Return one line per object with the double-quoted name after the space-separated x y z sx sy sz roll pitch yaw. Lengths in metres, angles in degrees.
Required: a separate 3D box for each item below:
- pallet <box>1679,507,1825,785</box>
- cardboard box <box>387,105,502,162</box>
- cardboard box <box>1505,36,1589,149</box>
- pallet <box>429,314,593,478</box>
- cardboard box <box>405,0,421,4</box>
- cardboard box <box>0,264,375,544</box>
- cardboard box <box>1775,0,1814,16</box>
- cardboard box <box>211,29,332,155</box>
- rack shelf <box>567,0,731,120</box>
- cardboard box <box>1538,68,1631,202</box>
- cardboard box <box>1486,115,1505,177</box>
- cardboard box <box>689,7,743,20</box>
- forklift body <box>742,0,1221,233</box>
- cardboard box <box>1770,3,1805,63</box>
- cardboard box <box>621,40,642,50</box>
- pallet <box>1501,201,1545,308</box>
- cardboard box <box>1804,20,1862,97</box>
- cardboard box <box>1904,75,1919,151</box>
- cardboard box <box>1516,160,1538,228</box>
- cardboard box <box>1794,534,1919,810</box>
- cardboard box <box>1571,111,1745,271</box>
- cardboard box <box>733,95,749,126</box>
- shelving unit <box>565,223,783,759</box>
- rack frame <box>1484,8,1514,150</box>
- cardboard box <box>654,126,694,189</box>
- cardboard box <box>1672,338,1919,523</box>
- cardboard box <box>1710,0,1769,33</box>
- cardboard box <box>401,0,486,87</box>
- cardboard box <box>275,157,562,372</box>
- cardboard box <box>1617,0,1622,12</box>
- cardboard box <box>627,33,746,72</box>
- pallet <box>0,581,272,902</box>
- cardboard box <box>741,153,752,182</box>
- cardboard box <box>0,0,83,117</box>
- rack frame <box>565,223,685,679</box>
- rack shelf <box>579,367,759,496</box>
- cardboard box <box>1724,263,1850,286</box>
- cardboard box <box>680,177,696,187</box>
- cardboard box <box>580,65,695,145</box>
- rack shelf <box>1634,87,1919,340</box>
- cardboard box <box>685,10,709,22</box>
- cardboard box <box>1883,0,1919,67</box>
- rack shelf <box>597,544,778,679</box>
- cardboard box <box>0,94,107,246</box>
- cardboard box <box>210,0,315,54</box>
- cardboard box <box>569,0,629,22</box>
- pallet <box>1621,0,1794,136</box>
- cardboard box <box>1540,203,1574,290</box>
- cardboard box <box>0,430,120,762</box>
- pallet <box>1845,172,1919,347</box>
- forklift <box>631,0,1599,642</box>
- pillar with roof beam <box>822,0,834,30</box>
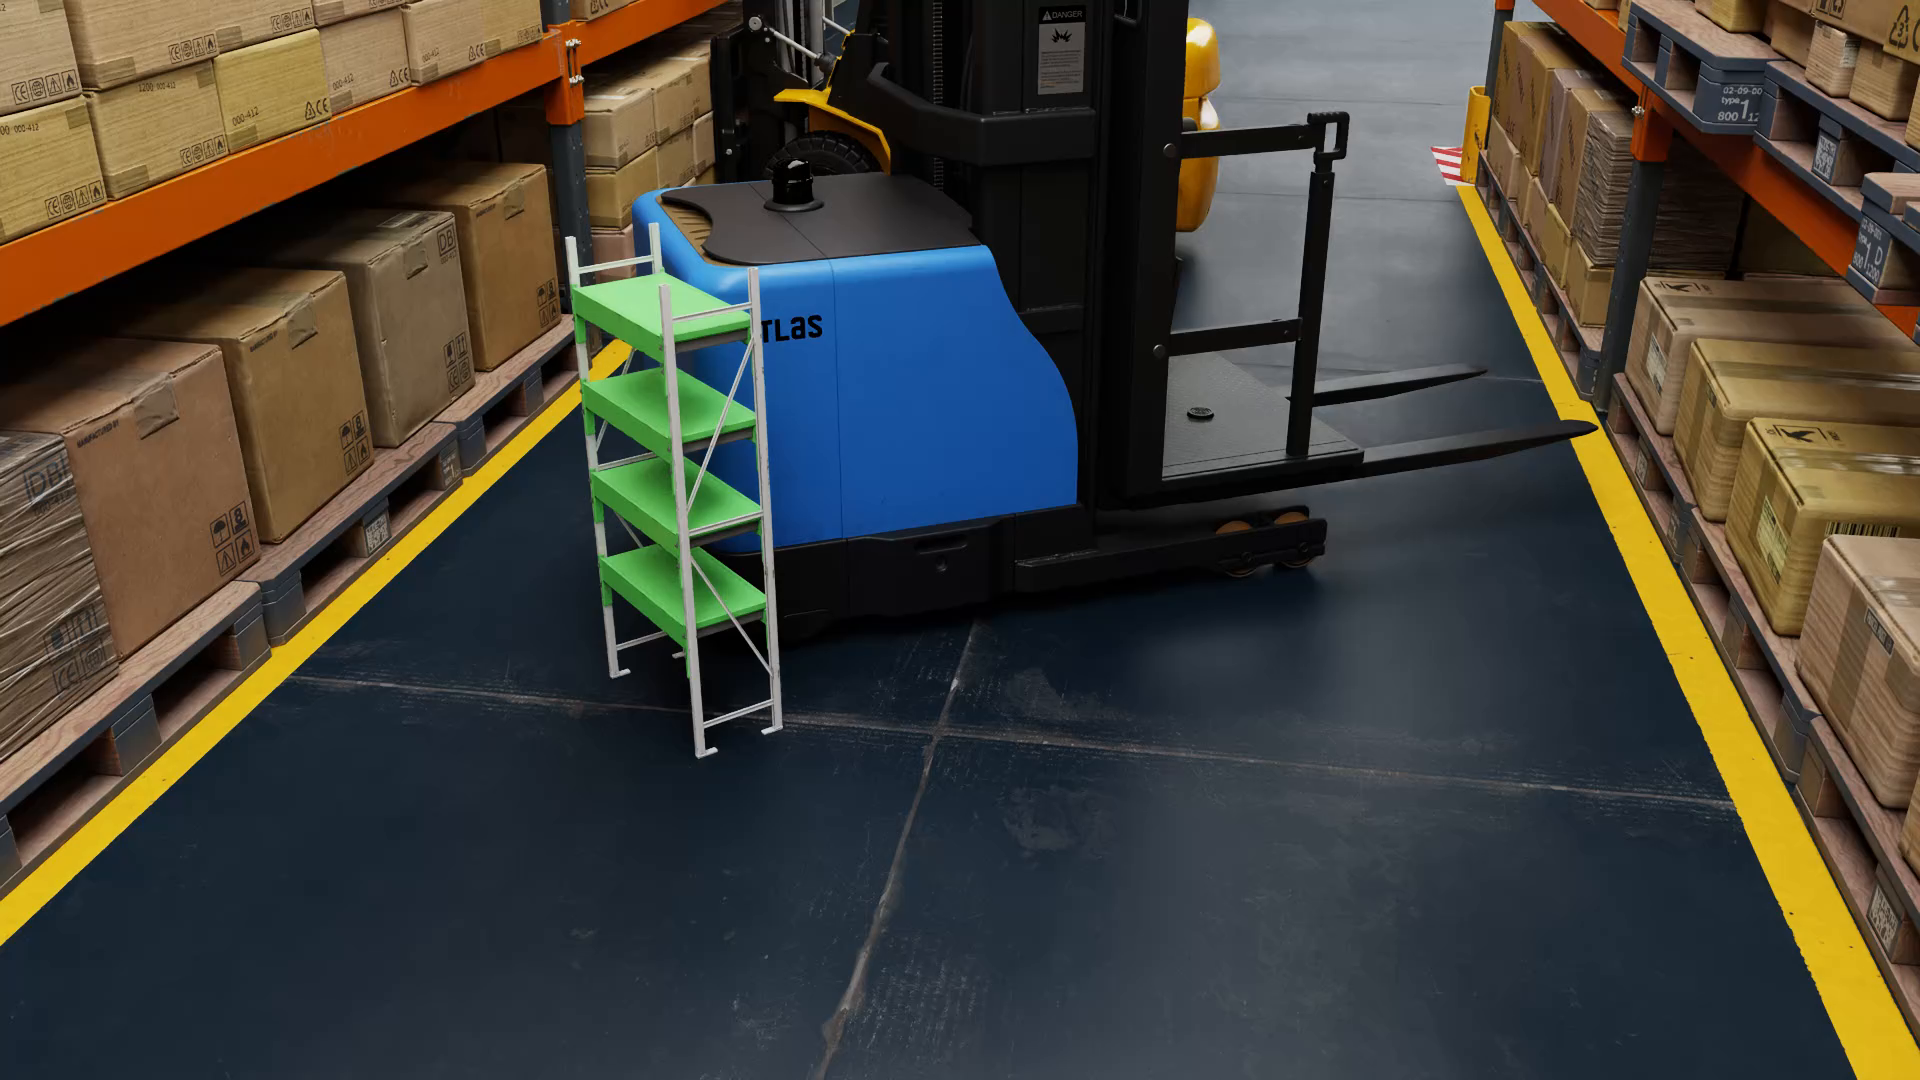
2.578 0.279 4.406 1.003 0.211 1.213 4 25 9 "pallet"
-2.107 -1.781 7.086 0.500 0.250 0.500 5 25 10 "cardboard box"
3.066 -2.232 8.344 0.500 0.500 0.500 3 25 7 "cardboard box"
-2.078 -0.590 6.262 1.003 0.211 1.213 4 25 9 "pallet"
-1.901 -1.884 5.324 0.500 0.250 0.500 3 25 7 "cardboard box"
-2.326 -0.421 4.918 0.875 0.625 0.625 3 25 6 "cardboard box"
2.366 -1.601 4.167 0.500 0.500 0.500 4 25 8 "cardboard box"
-2.086 -1.235 4.527 0.500 0.250 0.500 5 26 10 "cardboard box"
-1.669 -2.675 8.275 1.077 0.370 4.000 4 25 9 "rack shelf"
2.897 -1.799 7.418 0.500 0.500 0.500 5 26 11 "cardboard box"
3.150 -2.121 8.992 0.500 0.250 0.500 4 25 8 "cardboard box"
-1.188 -2.807 9.277 0.500 0.250 0.500 4 25 9 "cardboard box"
0.147 -2.533 8.125 2.313 2.155 1.214 4 25 9 "forklift body"
2.396 -1.357 4.411 0.380 0.149 0.250 4 25 9 "cardboard box"
-1.869 -2.416 8.441 0.500 0.250 0.500 4 25 8 "cardboard box"
3.173 -1.354 7.894 1.003 0.211 1.213 4 25 9 "pallet"
2.259 -1.146 3.961 0.380 0.149 0.250 5 26 11 "cardboard box"
2.119 -0.825 3.276 0.380 0.149 0.250 4 25 9 "cardboard box"
2.983 -1.679 8.048 0.500 0.250 0.500 6 26 12 "cardboard box"
2.462 0.306 3.662 0.950 0.372 0.625 4 25 8 "cardboard box"
2.733 -1.372 6.507 0.500 0.500 0.500 4 25 8 "cardboard box"
-1.355 -2.148 8.459 0.500 0.250 0.500 4 25 8 "cardboard box"
-0.695 -0.120 4.091 0.258 1.200 0.503 -17 30 -32 "shelving unit"
3.555 -3.495 9.178 1.000 3.000 0.127 4 25 9 "rack frame"
-1.532 -1.727 7.560 0.500 0.250 0.500 4 25 8 "cardboard box"
2.704 -0.301 4.960 0.950 0.372 0.625 6 26 12 "cardboard box"
2.450 -1.585 4.899 0.380 0.149 0.250 5 25 10 "cardboard box"
-1.897 -1.657 5.428 0.500 0.250 0.500 4 25 8 "cardboard box"
-2.070 -1.060 6.282 0.875 0.625 0.625 5 26 11 "cardboard box"
2.861 -2.175 6.655 0.380 0.149 0.250 4 25 8 "cardboard box"
-1.351 -2.384 8.373 0.500 0.250 0.500 4 25 7 "cardboard box"
-2.477 0.430 4.082 1.003 0.211 1.213 4 25 9 "pallet"
-1.352 -1.929 8.581 0.500 0.250 0.500 5 26 10 "cardboard box"
-2.253 -1.028 3.495 0.500 0.250 0.500 5 26 10 "cardboard box"
-0.839 -0.204 4.270 0.240 1.200 0.015 -17 30 -32 "rack frame"
-0.695 -0.280 4.017 0.258 0.148 0.480 -17 30 -32 "rack shelf"
3.264 -0.995 6.585 0.500 0.250 0.500 3 25 6 "cardboard box"
-1.523 -1.502 7.668 0.500 0.250 0.500 3 25 7 "cardboard box"
-1.514 -1.956 7.458 0.500 0.250 0.500 4 25 9 "cardboard box"
2.574 -0.660 3.969 1.077 0.370 4.000 4 25 9 "rack shelf"
-1.686 -2.838 9.343 0.500 0.250 0.500 4 25 9 "cardboard box"
2.203 -1.157 3.219 0.500 0.500 0.500 2 25 5 "cardboard box"
-0.695 0.155 4.220 0.258 0.148 0.480 -17 30 -32 "rack shelf"
-2.249 -0.802 3.602 0.500 0.250 0.500 3 25 7 "cardboard box"
-2.092 -1.461 4.420 0.500 0.250 0.500 4 25 9 "cardboard box"
-1.666 -2.377 6.672 0.500 0.500 0.500 3 25 7 "cardboard box"
2.633 -1.425 4.983 1.003 0.211 1.213 4 25 9 "pallet"
2.810 -1.256 7.143 0.500 0.250 0.500 3 25 7 "cardboard box"
-2.535 0.134 3.731 0.875 0.625 0.625 5 26 10 "cardboard box"
2.259 -0.367 2.723 1.213 0.211 1.003 4 25 9 "pallet"
0.587 -1.416 4.818 3.031 2.935 1.130 -9 26 -18 "forklift"
2.882 -8.537 12.873 9.100 9.000 0.400 4 25 9 "pillar with roof beam"
